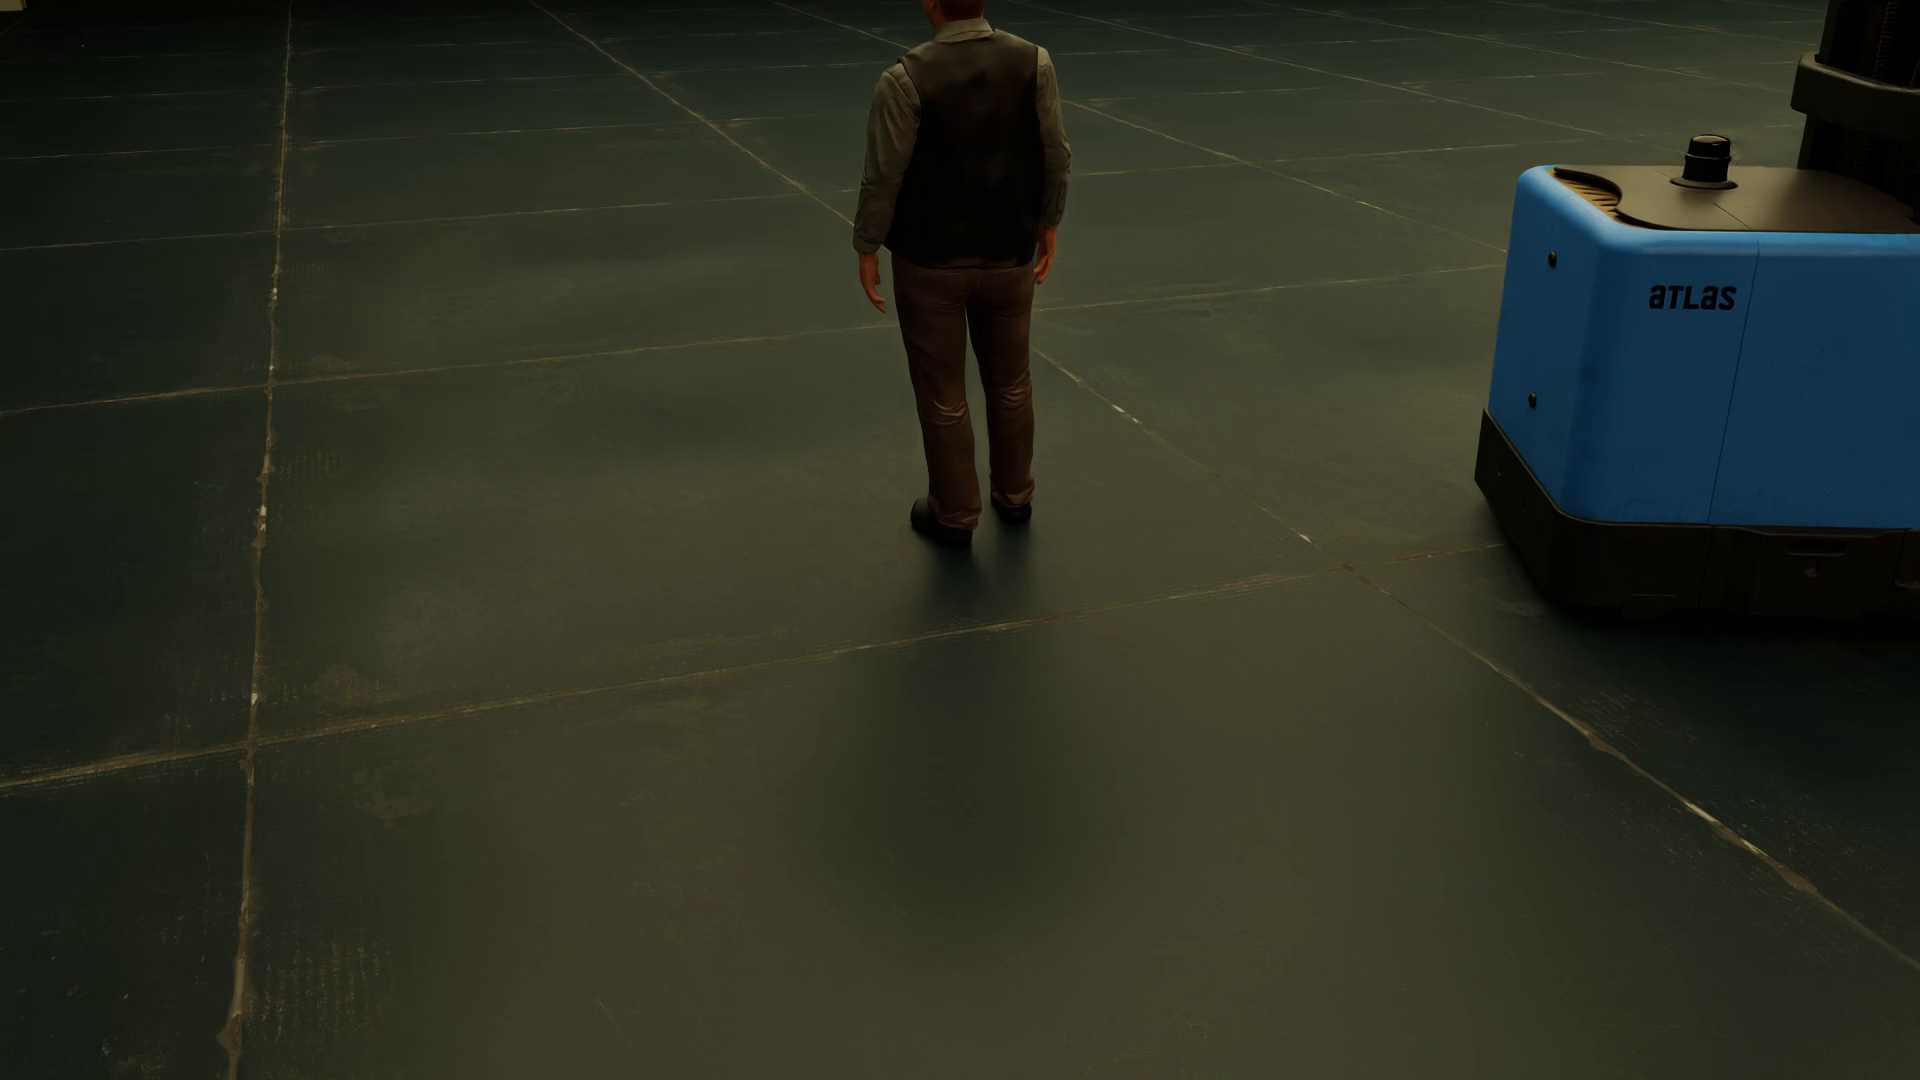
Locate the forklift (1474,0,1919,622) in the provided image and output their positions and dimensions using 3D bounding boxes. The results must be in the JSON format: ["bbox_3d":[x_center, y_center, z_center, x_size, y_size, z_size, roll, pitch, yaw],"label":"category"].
[{"bbox_3d":[3.141,-1.275,4.330,3.031,2.935,1.130,1,23,3],"label":"forklift"}]

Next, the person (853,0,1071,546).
[{"bbox_3d":[-0.015,-0.824,4.800,0.633,1.722,0.566,-8,24,-18],"label":"person"}]
